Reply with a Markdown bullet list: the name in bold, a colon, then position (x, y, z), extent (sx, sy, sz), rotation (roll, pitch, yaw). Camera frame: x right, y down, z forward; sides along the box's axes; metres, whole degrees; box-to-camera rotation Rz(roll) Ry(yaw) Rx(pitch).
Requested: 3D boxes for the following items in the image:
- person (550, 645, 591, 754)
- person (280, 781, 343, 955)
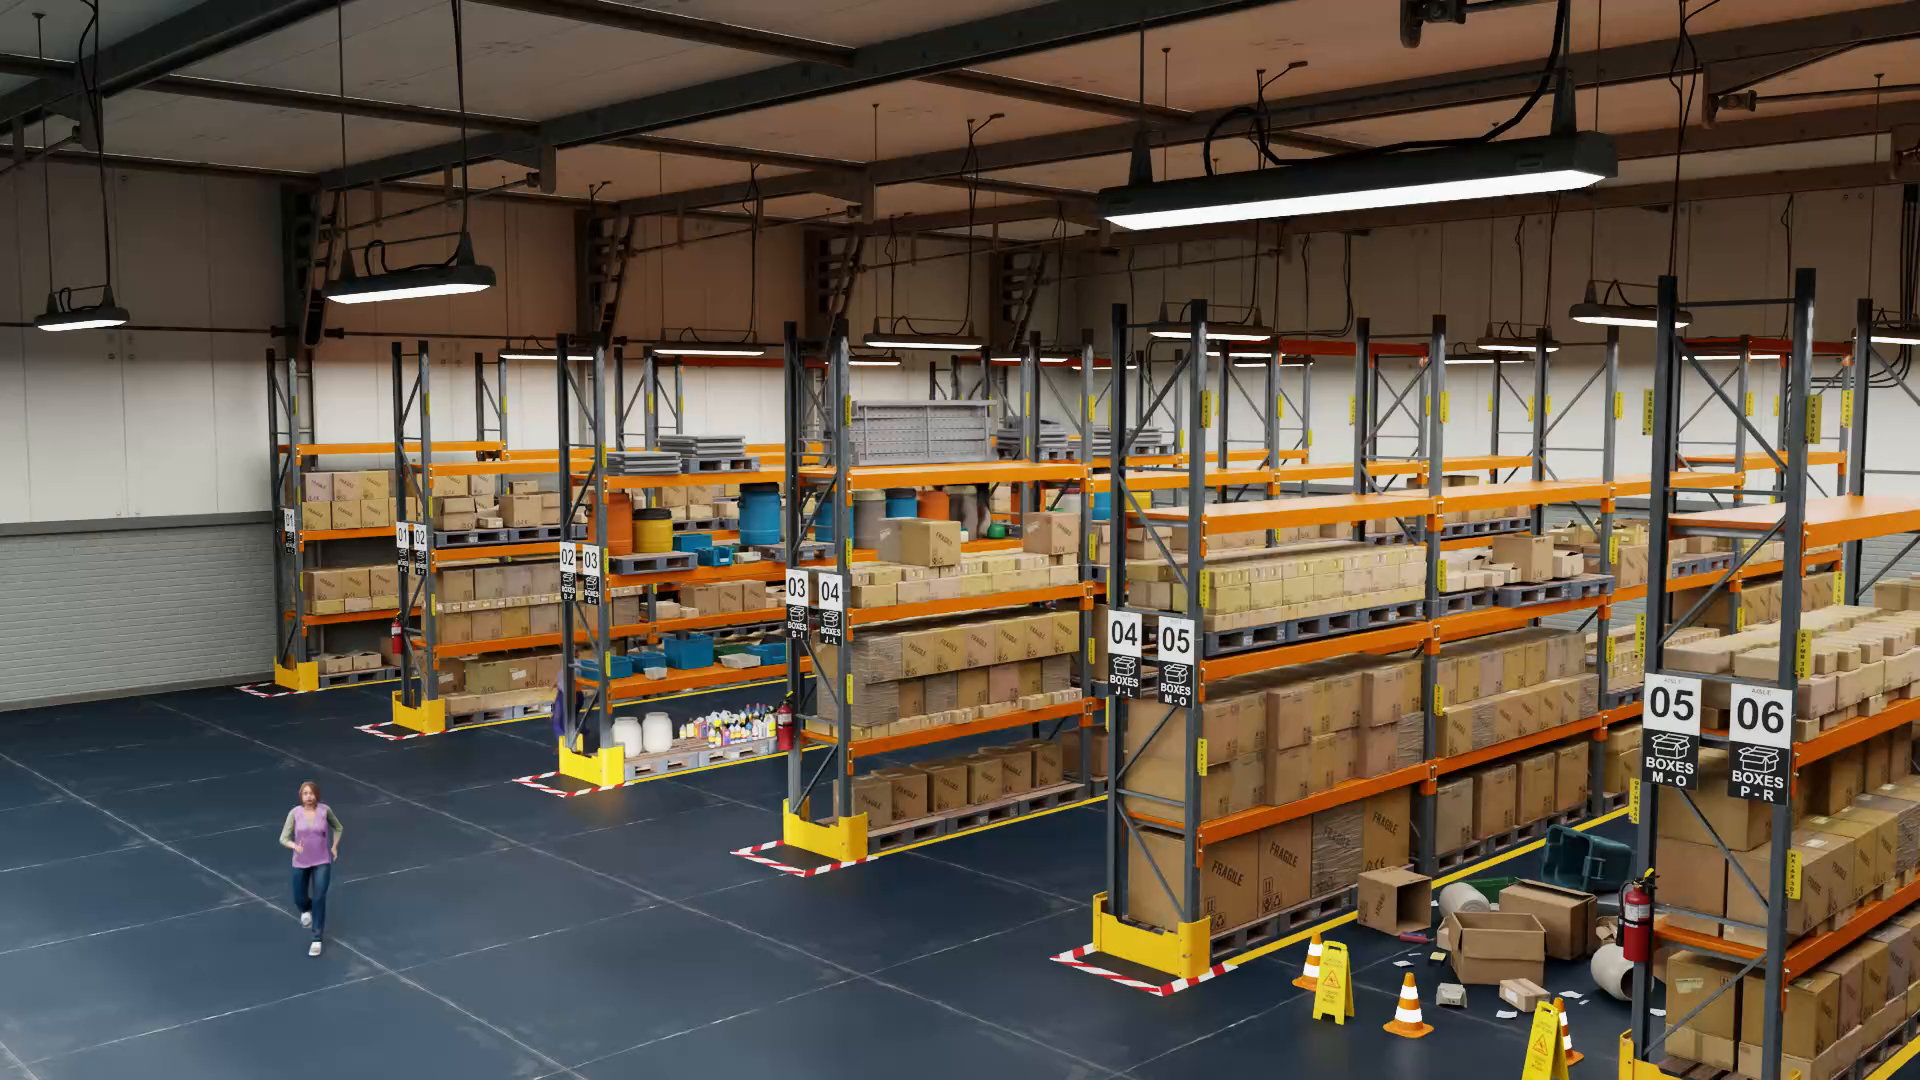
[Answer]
- **person**: position (-5.608, 2.302, 24.145), extent (0.644, 1.607, 0.605), rotation (4, 6, 37)
- **person**: position (-6.071, 3.032, 15.593), extent (0.549, 1.566, 0.781), rotation (-2, 5, -19)
